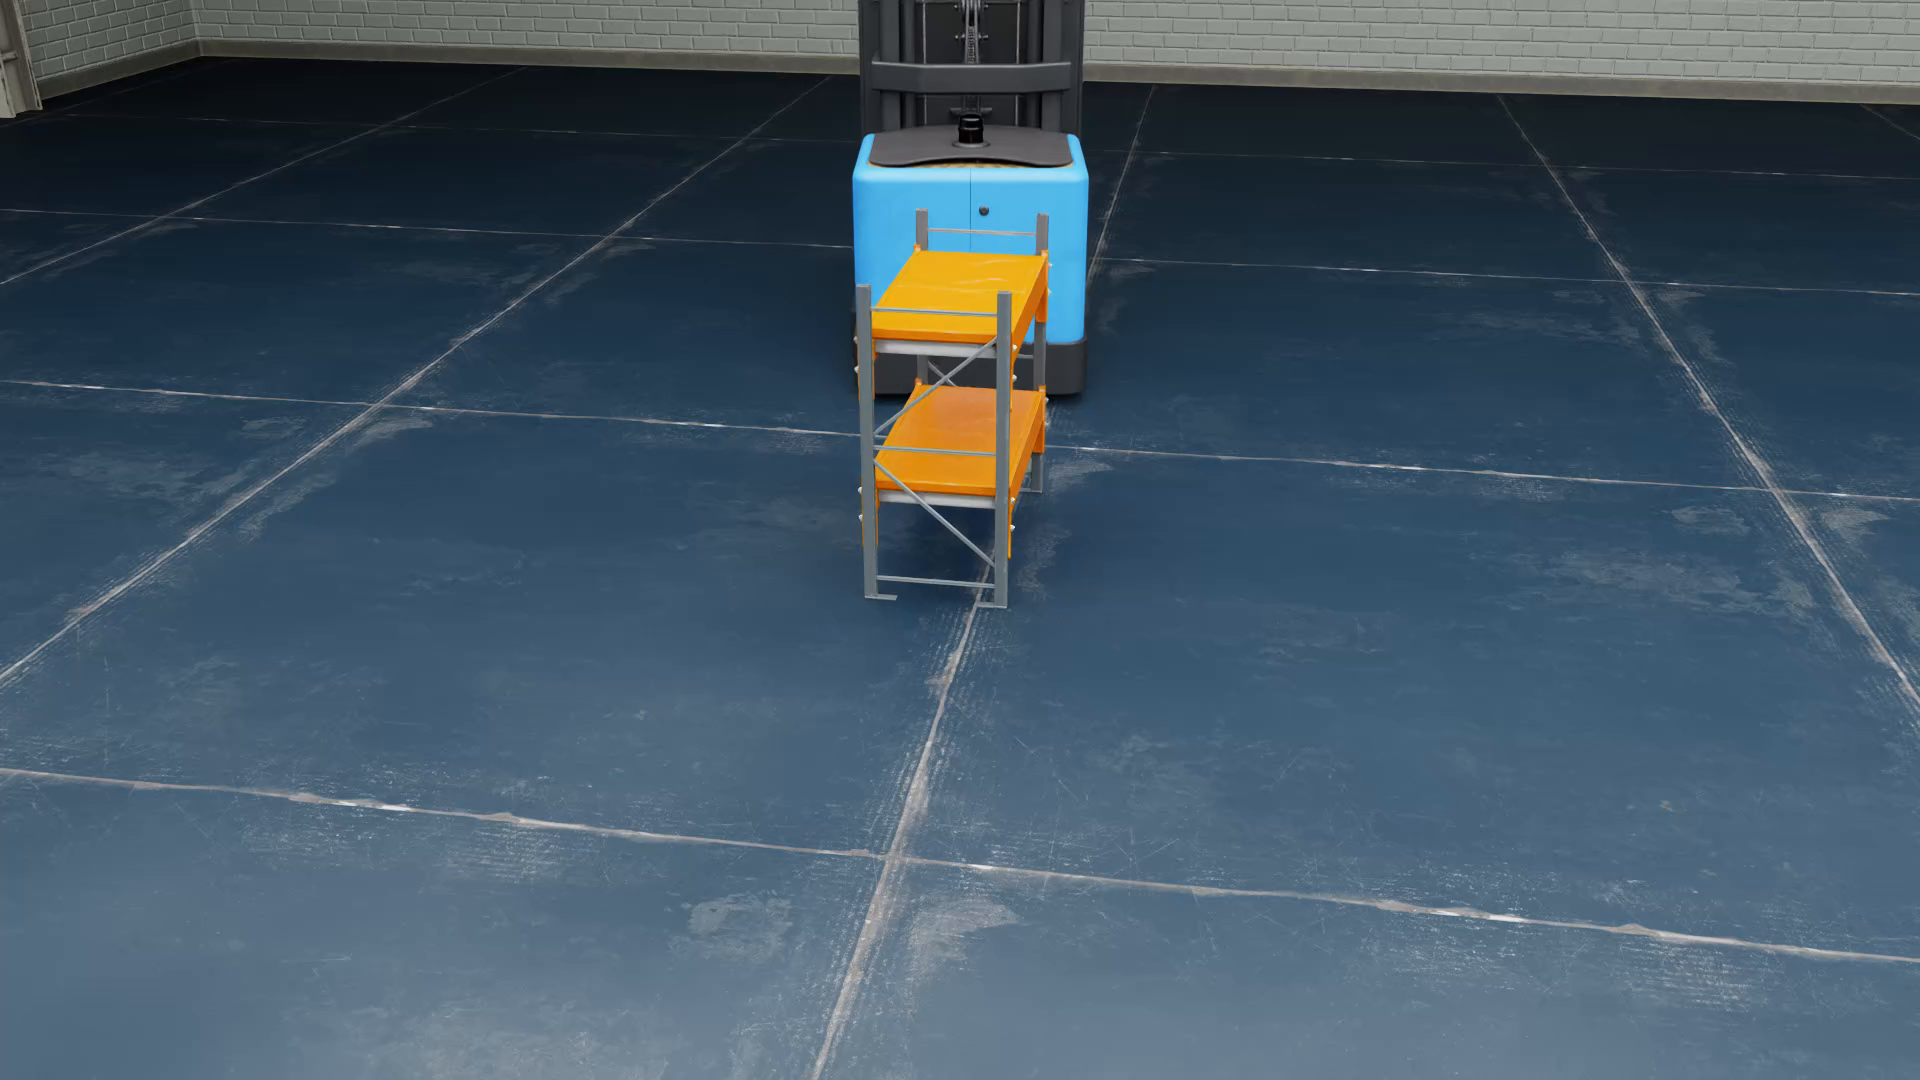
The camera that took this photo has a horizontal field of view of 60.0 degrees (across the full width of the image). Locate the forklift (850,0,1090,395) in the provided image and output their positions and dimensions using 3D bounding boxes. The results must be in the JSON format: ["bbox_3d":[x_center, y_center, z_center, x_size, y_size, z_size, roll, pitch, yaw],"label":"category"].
[{"bbox_3d":[0.056,-2.559,8.260,1.130,2.935,3.031,0,25,0],"label":"forklift"}]

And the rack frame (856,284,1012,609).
[{"bbox_3d":[-0.084,-0.294,5.551,0.500,1.125,0.032,4,25,9],"label":"rack frame"}]

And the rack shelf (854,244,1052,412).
[{"bbox_3d":[-0.001,-0.772,5.881,0.538,0.278,1.000,4,25,9],"label":"rack shelf"}]

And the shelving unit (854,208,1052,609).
[{"bbox_3d":[-0.001,-0.507,6.005,0.538,1.125,1.048,4,25,9],"label":"shelving unit"}]

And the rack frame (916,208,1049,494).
[{"bbox_3d":[0.082,-0.719,6.460,0.500,1.125,0.032,4,25,9],"label":"rack frame"}]

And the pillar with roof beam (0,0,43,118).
[{"bbox_3d":[-3.660,-7.339,11.313,9.100,9.000,0.400,4,25,9],"label":"pillar with roof beam"}]

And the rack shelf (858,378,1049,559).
[{"bbox_3d":[-0.001,-0.285,6.109,0.538,0.278,1.000,4,25,9],"label":"rack shelf"}]
